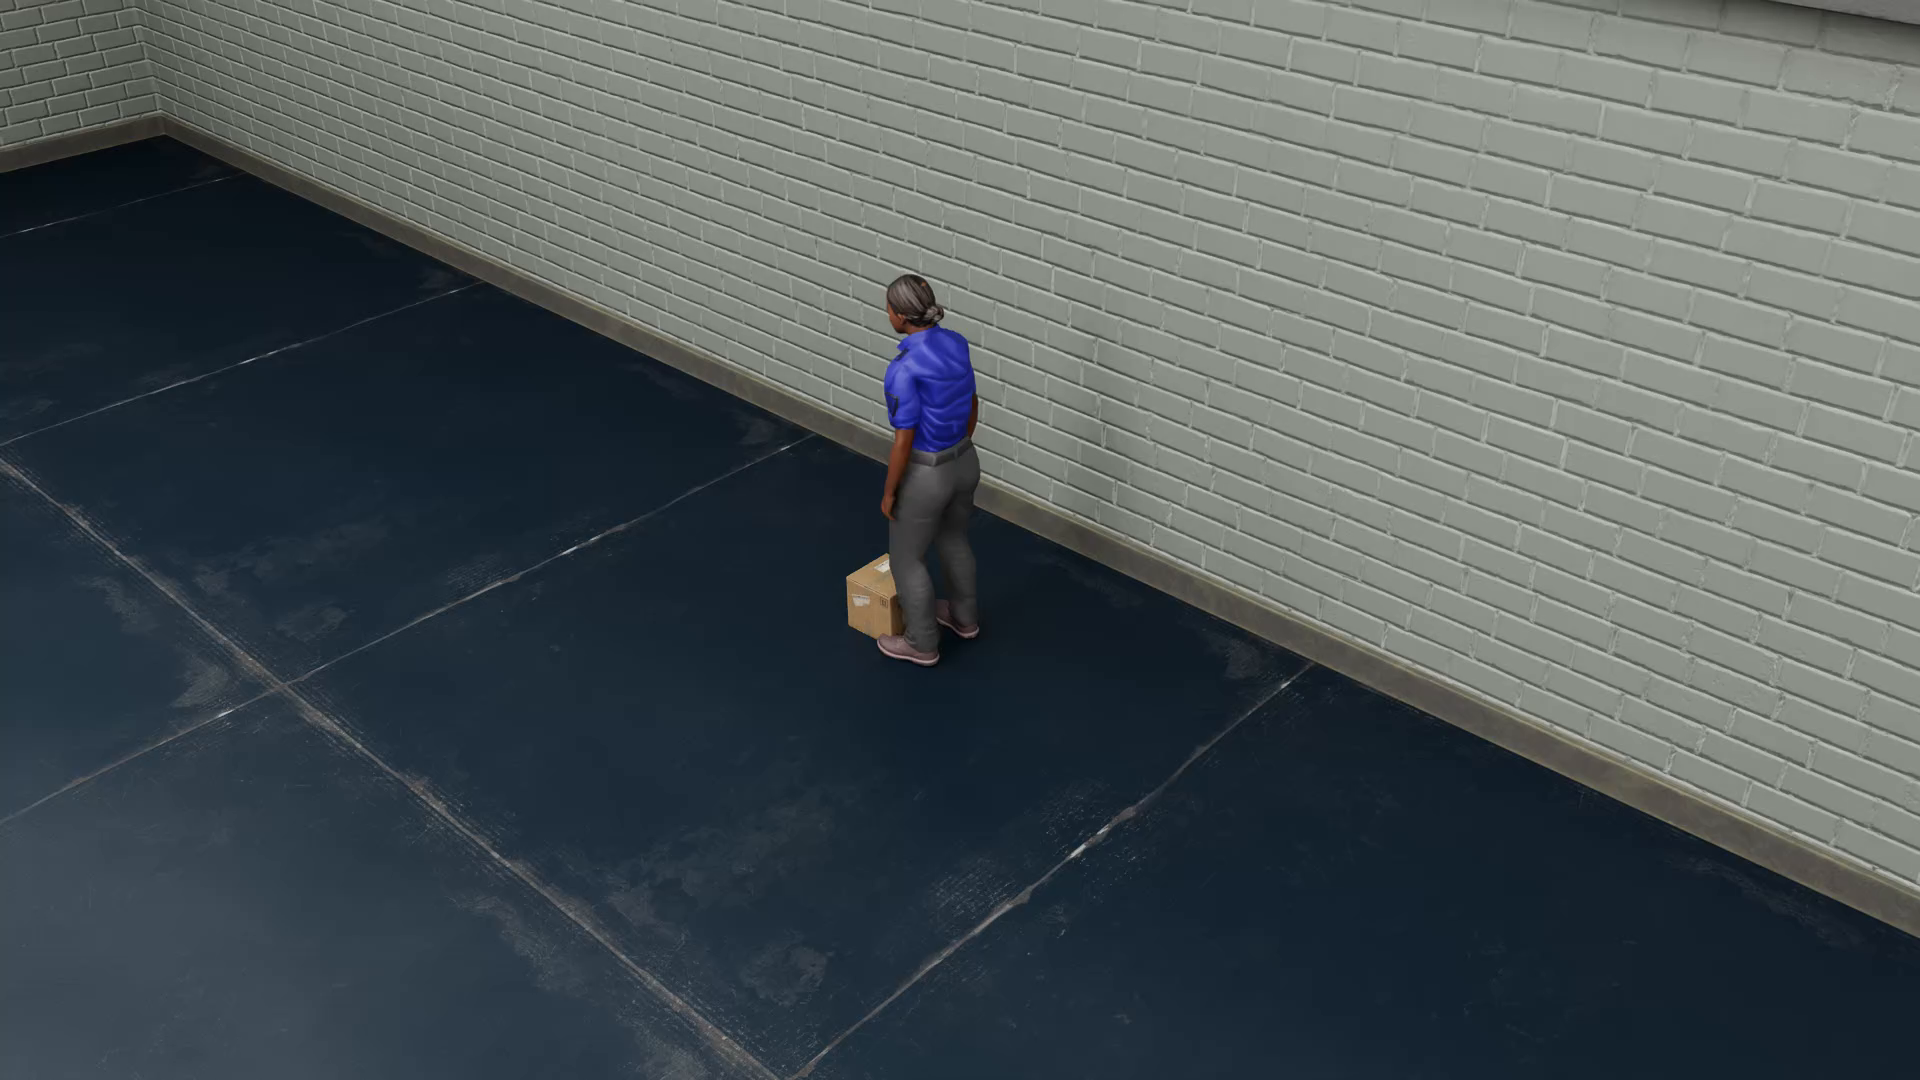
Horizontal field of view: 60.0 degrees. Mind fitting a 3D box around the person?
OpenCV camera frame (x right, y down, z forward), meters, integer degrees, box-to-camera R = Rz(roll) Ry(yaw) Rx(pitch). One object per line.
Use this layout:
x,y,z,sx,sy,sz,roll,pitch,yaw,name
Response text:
-0.119,-0.262,6.580,0.348,1.640,0.510,23,39,33,person
